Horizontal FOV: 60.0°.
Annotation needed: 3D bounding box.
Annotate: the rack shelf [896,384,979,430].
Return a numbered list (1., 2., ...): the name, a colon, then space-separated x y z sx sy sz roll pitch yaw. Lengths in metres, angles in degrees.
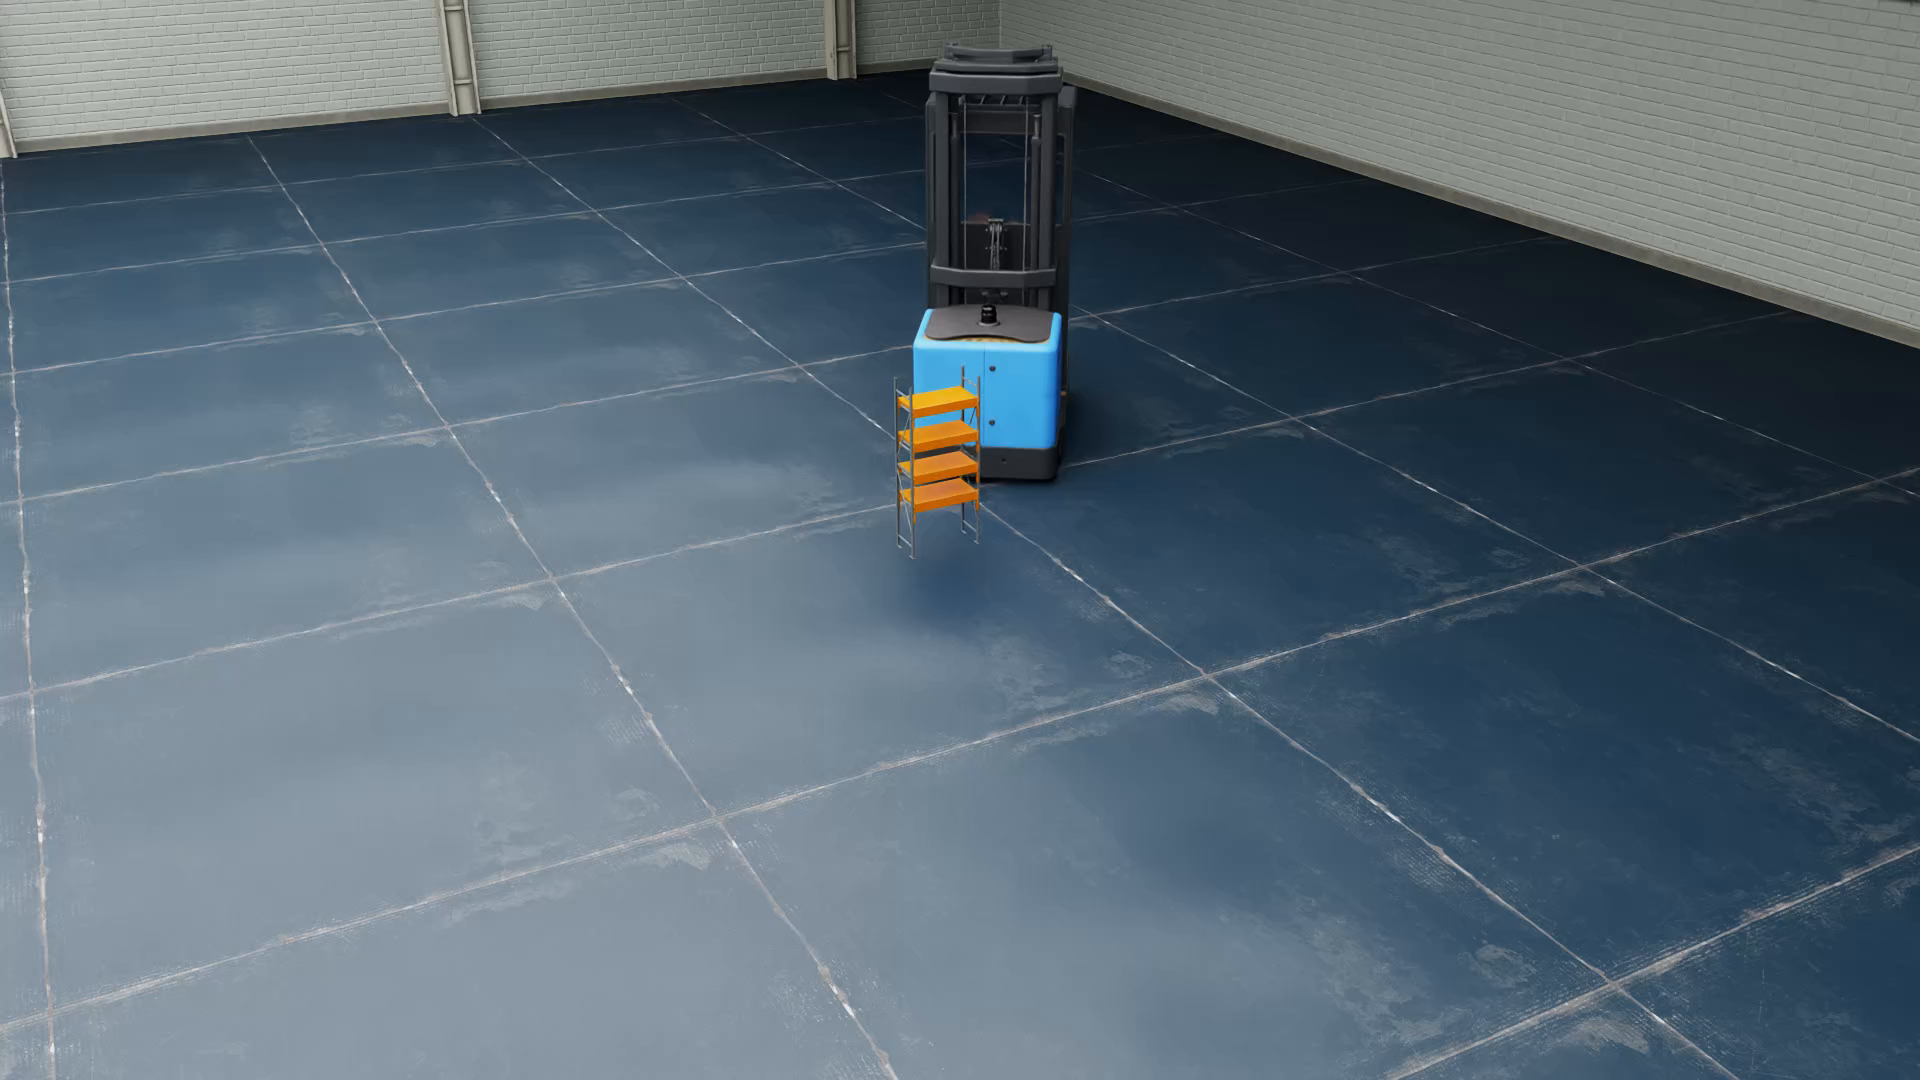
1. rack shelf: -0.146 -0.861 10.750 0.480 0.148 0.258 -13 29 -25

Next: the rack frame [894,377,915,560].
1. rack frame: -0.361 -0.457 10.817 0.015 1.200 0.240 -13 29 -25

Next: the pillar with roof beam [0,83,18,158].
1. pillar with roof beam: -10.463 -7.402 16.269 0.400 9.000 9.100 -13 29 -25

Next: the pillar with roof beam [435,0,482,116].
1. pillar with roof beam: -5.168 -8.624 18.814 0.400 9.000 9.100 -13 29 -25

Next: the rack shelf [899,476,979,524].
1. rack shelf: -0.146 -0.268 11.035 0.480 0.148 0.258 -13 29 -25

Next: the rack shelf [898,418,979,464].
1. rack shelf: -0.146 -0.648 10.852 0.480 0.148 0.258 -13 29 -25

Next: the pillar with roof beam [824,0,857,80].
1. pillar with roof beam: 0.126 -9.846 21.359 0.400 9.000 9.100 -13 29 -25

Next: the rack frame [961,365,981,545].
1. rack frame: 0.069 -0.557 11.024 0.015 1.200 0.240 -13 29 -25

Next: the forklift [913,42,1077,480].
1. forklift: 0.313 -2.361 12.781 1.130 2.935 3.031 2 26 5

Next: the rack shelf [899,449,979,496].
1. rack shelf: -0.146 -0.447 10.949 0.480 0.148 0.258 -13 29 -25

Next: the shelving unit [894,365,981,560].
1. shelving unit: -0.146 -0.507 10.920 0.503 1.200 0.258 -13 29 -25
